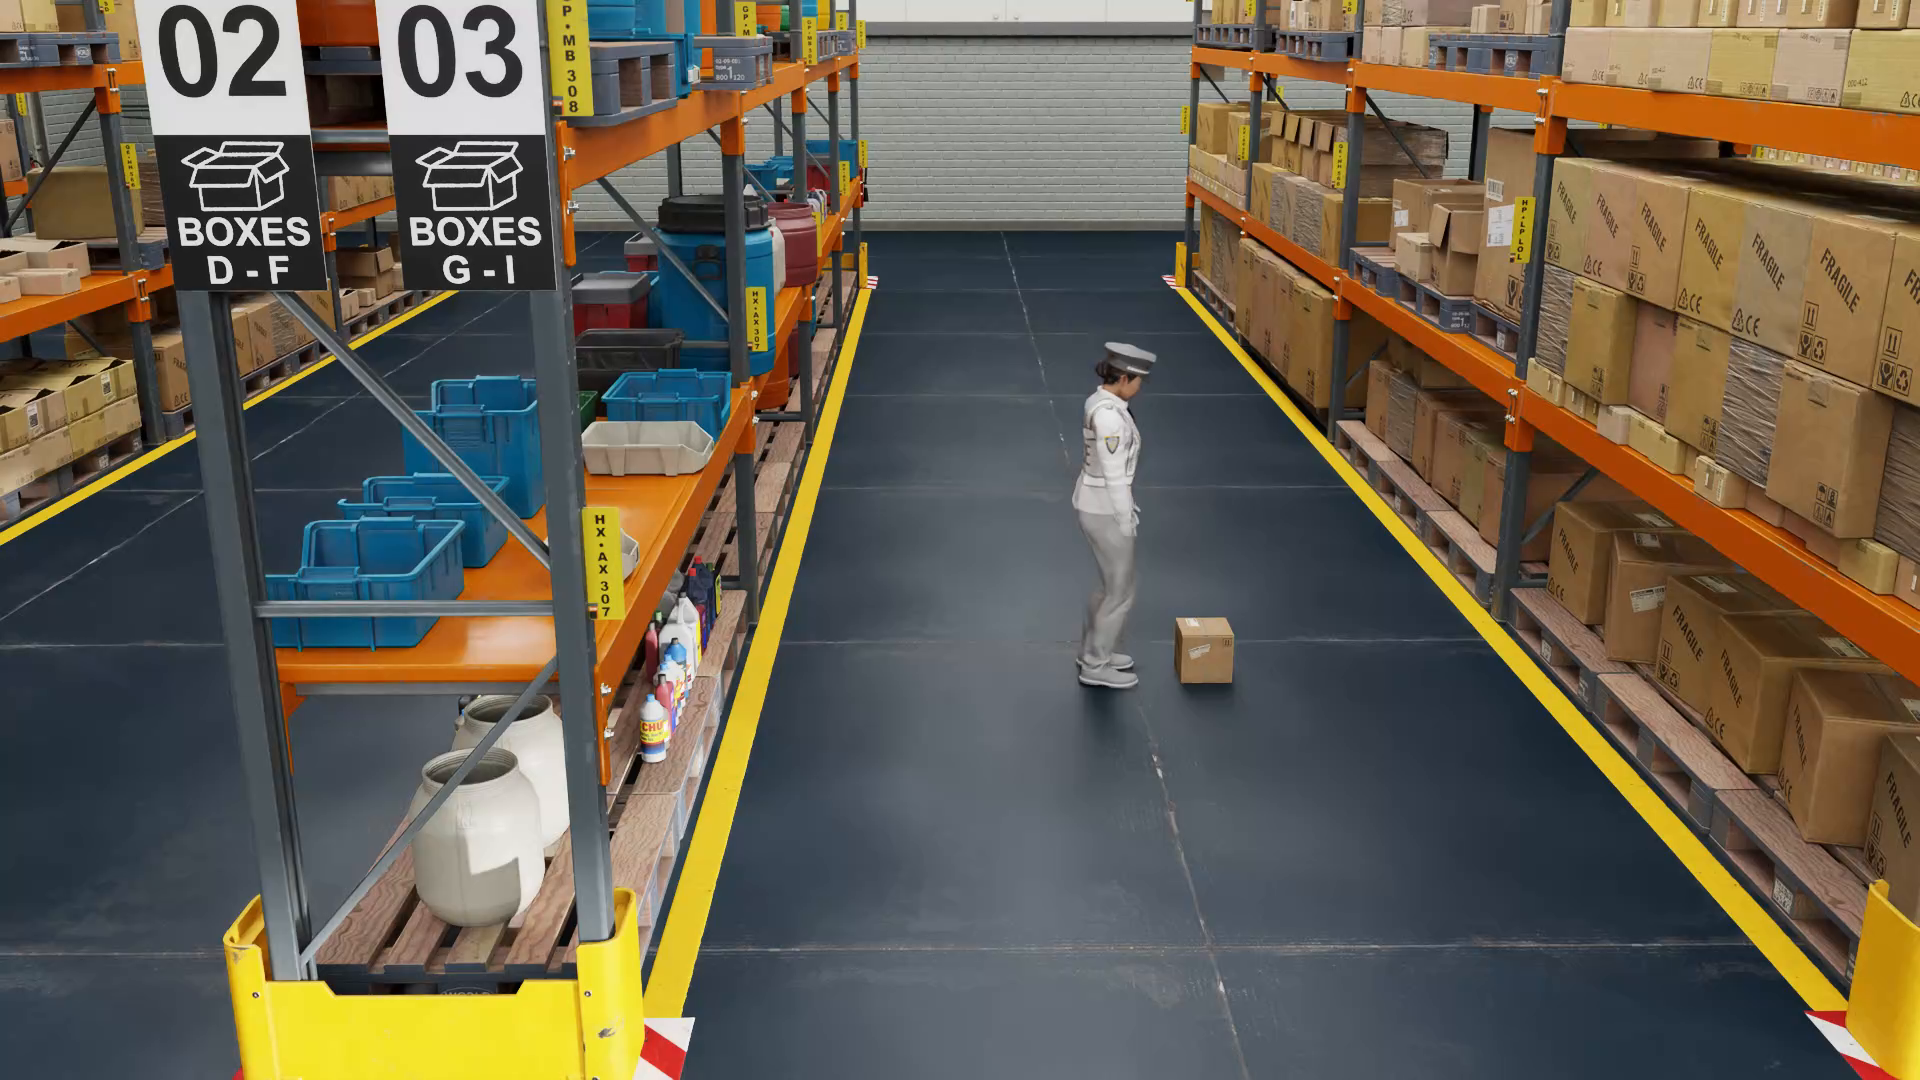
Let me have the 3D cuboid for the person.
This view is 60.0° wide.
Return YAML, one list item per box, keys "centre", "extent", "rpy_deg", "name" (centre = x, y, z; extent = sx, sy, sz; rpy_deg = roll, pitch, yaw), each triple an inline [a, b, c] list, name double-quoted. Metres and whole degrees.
- centre: [0.728, -0.126, 7.992]
  extent: [0.381, 1.651, 0.485]
  rpy_deg: [0, 17, 0]
  name: "person"
